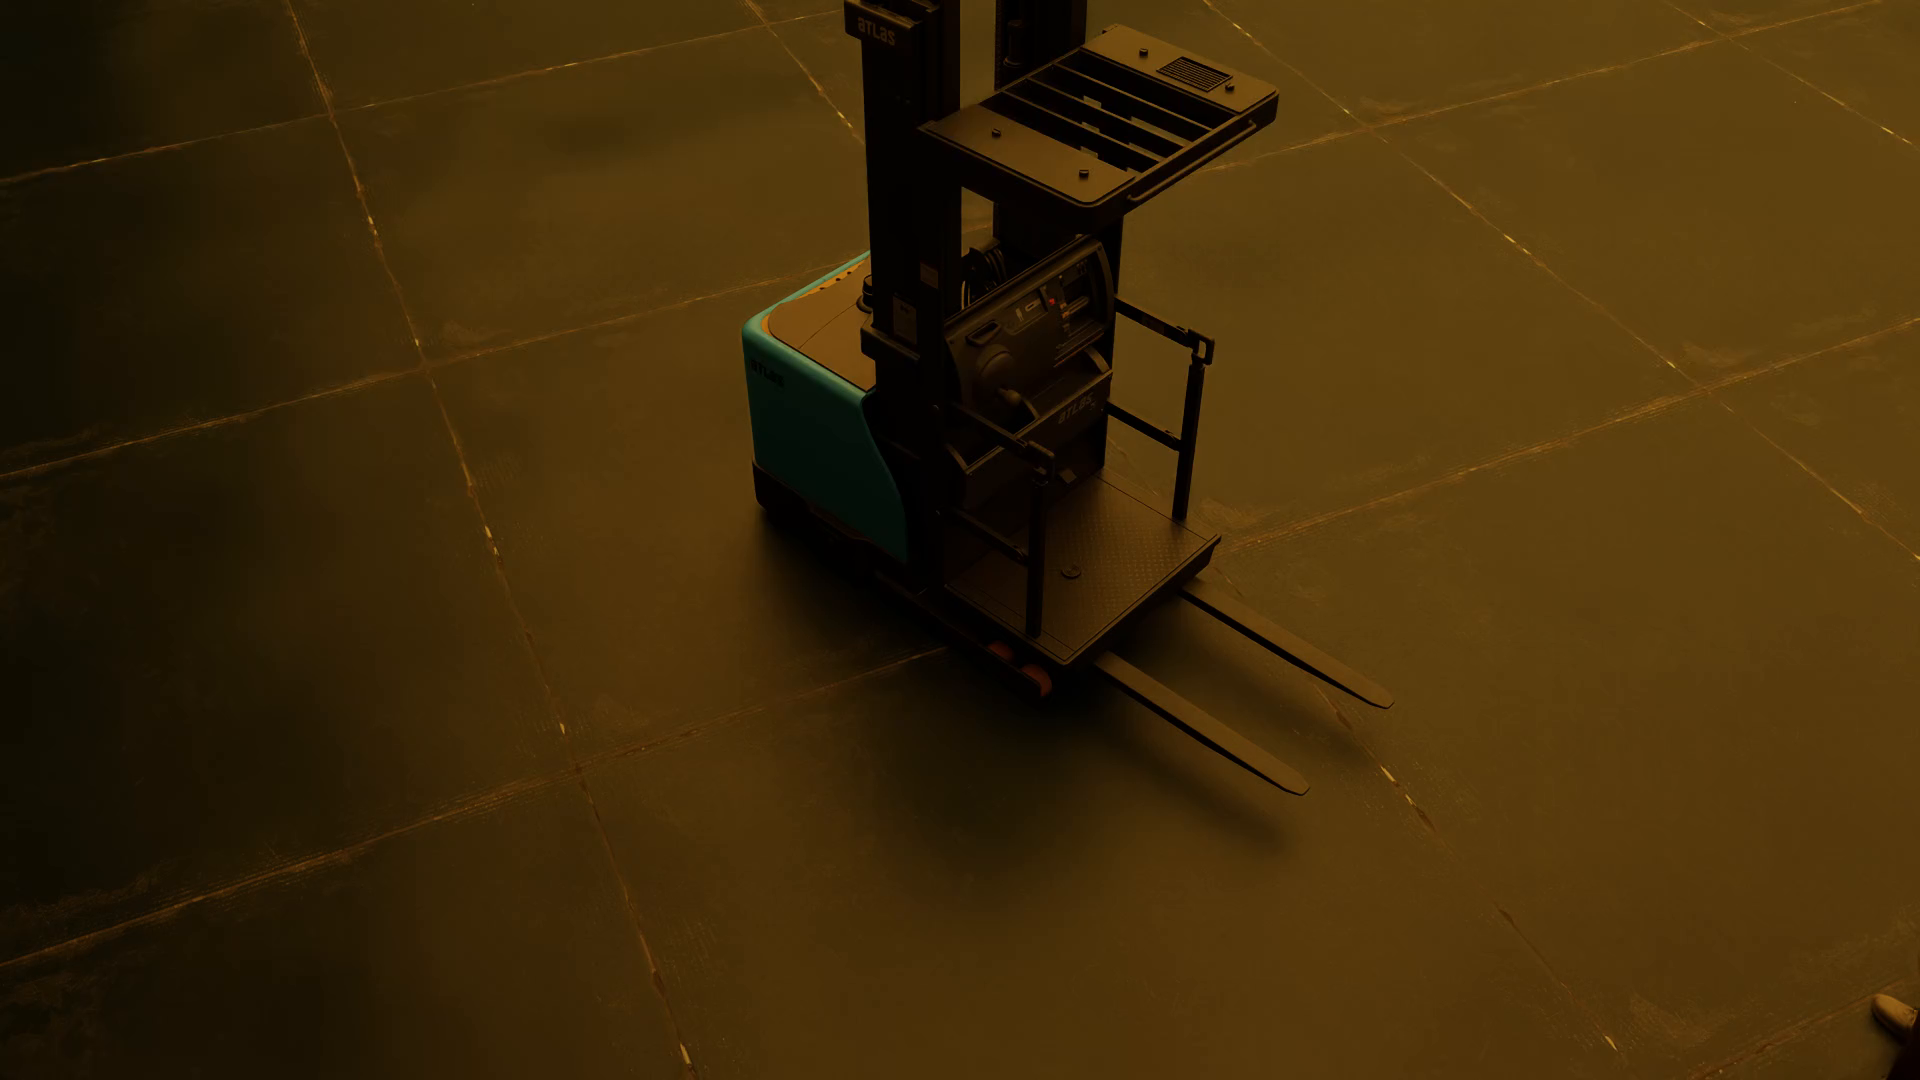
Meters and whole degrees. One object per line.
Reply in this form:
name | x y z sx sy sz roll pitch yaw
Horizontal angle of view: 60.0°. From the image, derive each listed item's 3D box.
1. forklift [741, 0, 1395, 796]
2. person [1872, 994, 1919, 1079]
forklift | 0.445 -0.788 6.525 3.031 2.935 1.130 32 52 30
person | 3.296 1.203 5.247 0.435 1.765 0.775 27 49 26
